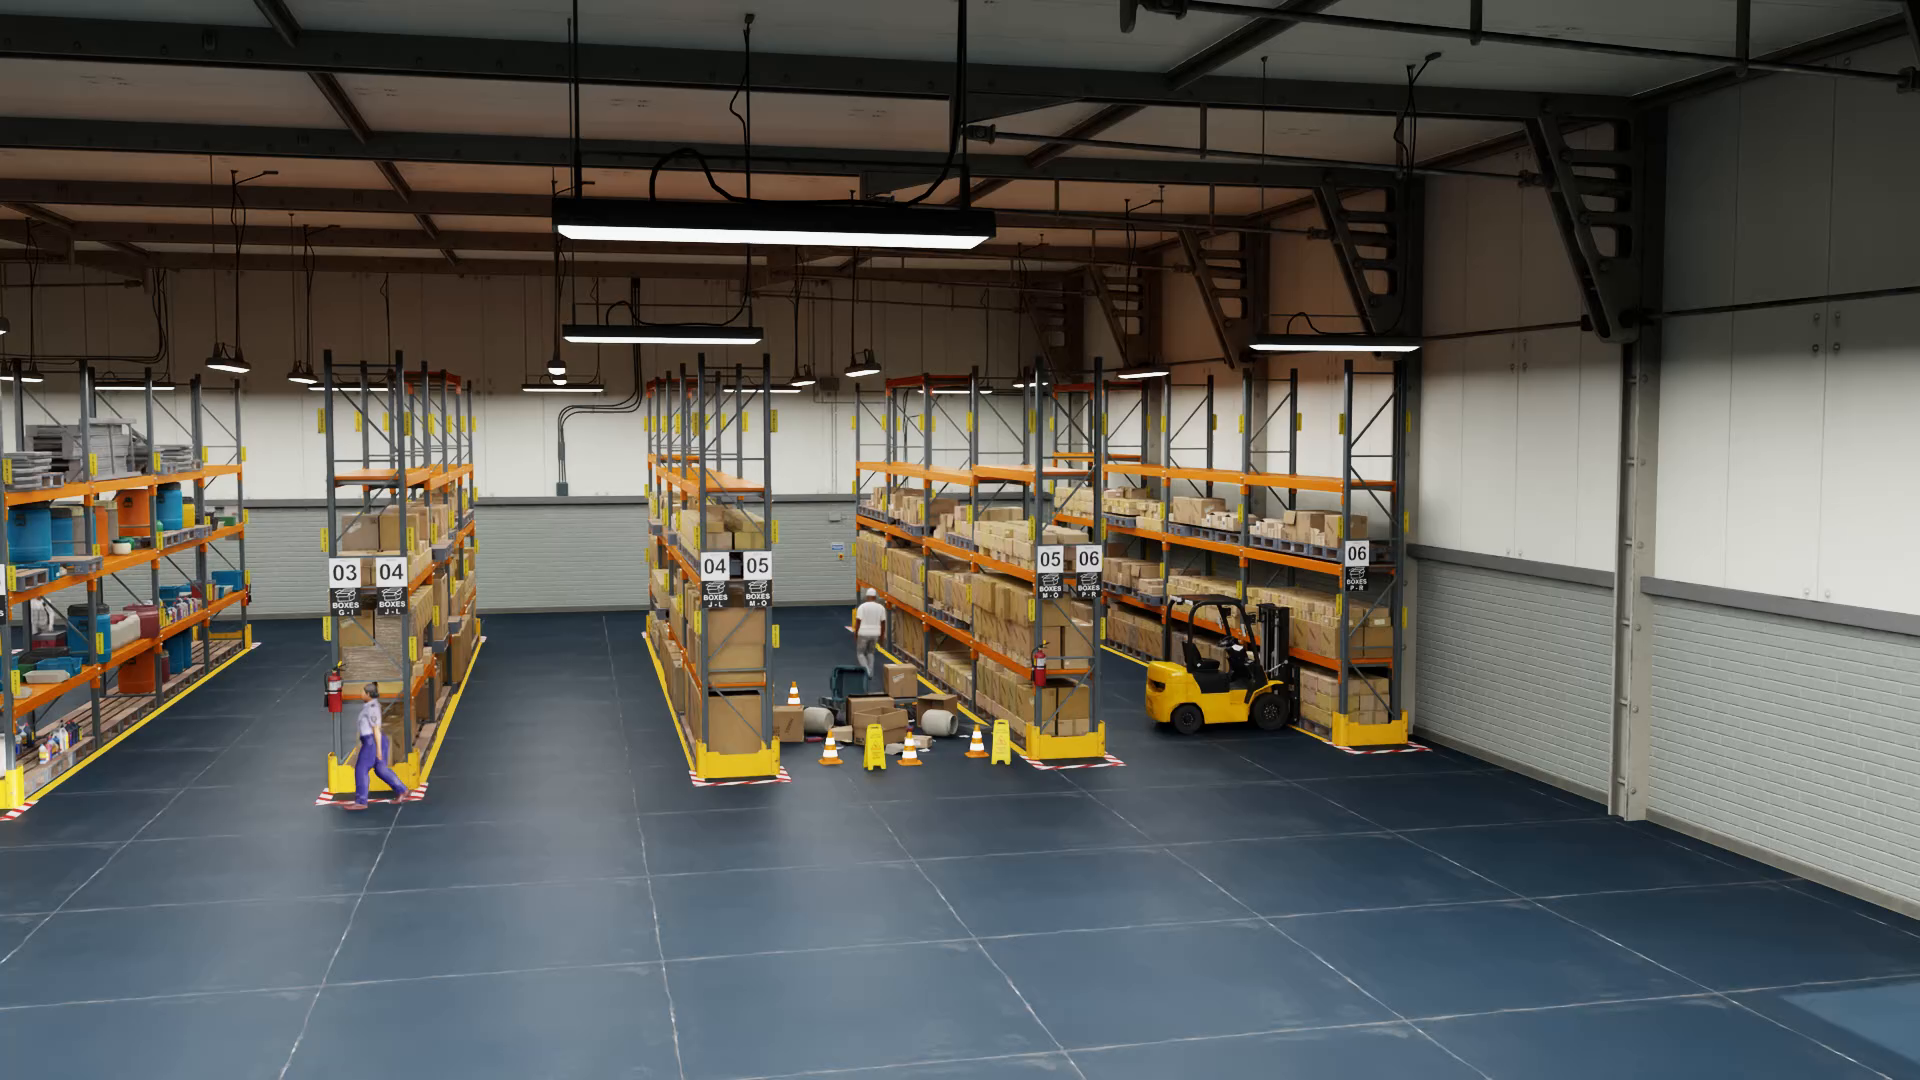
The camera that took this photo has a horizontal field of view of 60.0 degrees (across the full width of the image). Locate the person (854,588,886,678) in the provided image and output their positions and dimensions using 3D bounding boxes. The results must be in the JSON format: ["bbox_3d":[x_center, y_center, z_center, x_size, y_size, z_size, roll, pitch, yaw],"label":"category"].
[{"bbox_3d":[-1.674,1.785,31.022,0.595,1.769,0.509,-1,4,-17],"label":"person"}]

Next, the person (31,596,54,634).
[{"bbox_3d":[-19.209,1.753,34.767,0.488,1.630,0.871,-1,4,-16],"label":"person"}]

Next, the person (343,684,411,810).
[{"bbox_3d":[-7.632,2.675,21.740,0.806,1.613,0.484,-1,4,-10],"label":"person"}]
